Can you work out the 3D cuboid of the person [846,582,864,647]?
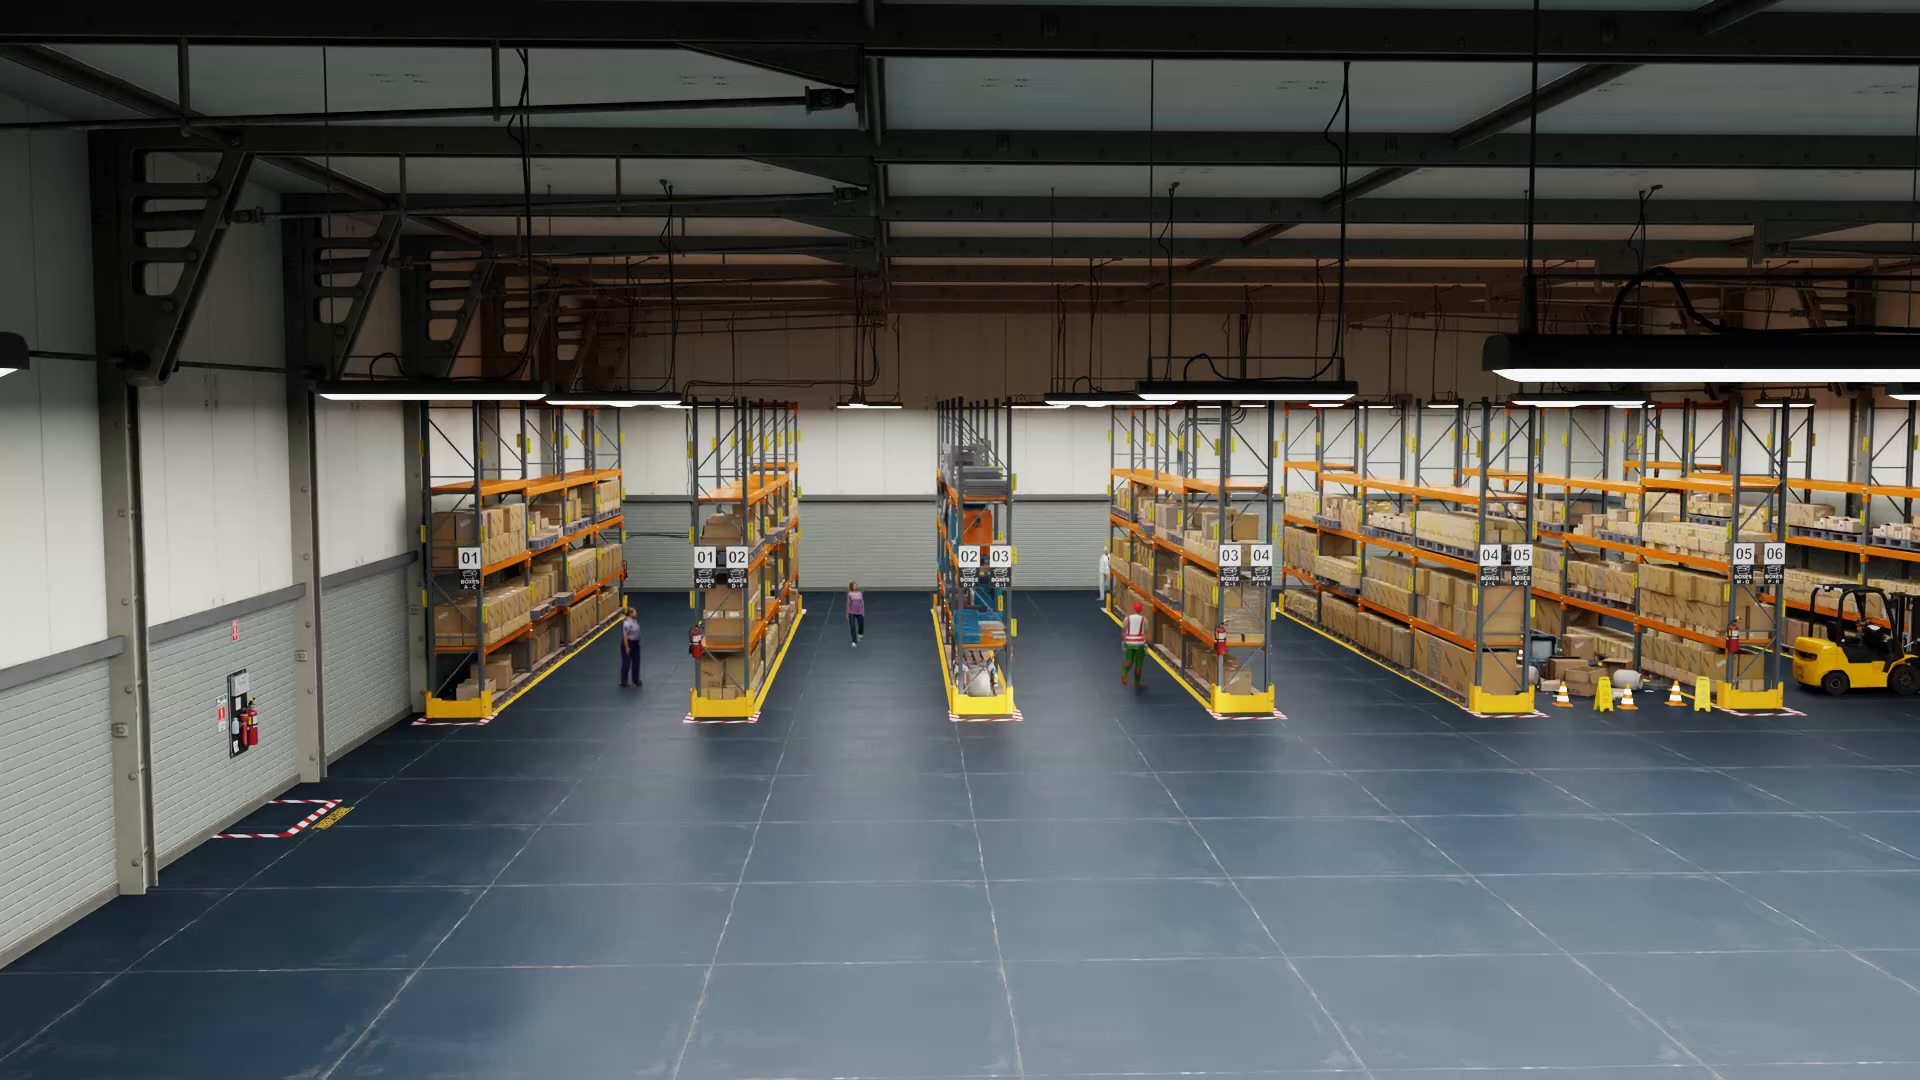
[{"bbox_3d":[-2.538,1.783,40.217,0.447,1.560,0.624,0,4,-5],"label":"person"}]

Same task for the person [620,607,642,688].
[{"bbox_3d":[-6.861,2.226,34.711,0.390,1.670,0.572,2,5,22],"label":"person"}]

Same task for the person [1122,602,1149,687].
[{"bbox_3d":[3.612,2.166,34.455,0.549,1.777,0.725,3,5,32],"label":"person"}]

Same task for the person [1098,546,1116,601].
[{"bbox_3d":[4.471,1.002,50.398,0.489,1.632,0.787,2,5,23],"label":"person"}]
